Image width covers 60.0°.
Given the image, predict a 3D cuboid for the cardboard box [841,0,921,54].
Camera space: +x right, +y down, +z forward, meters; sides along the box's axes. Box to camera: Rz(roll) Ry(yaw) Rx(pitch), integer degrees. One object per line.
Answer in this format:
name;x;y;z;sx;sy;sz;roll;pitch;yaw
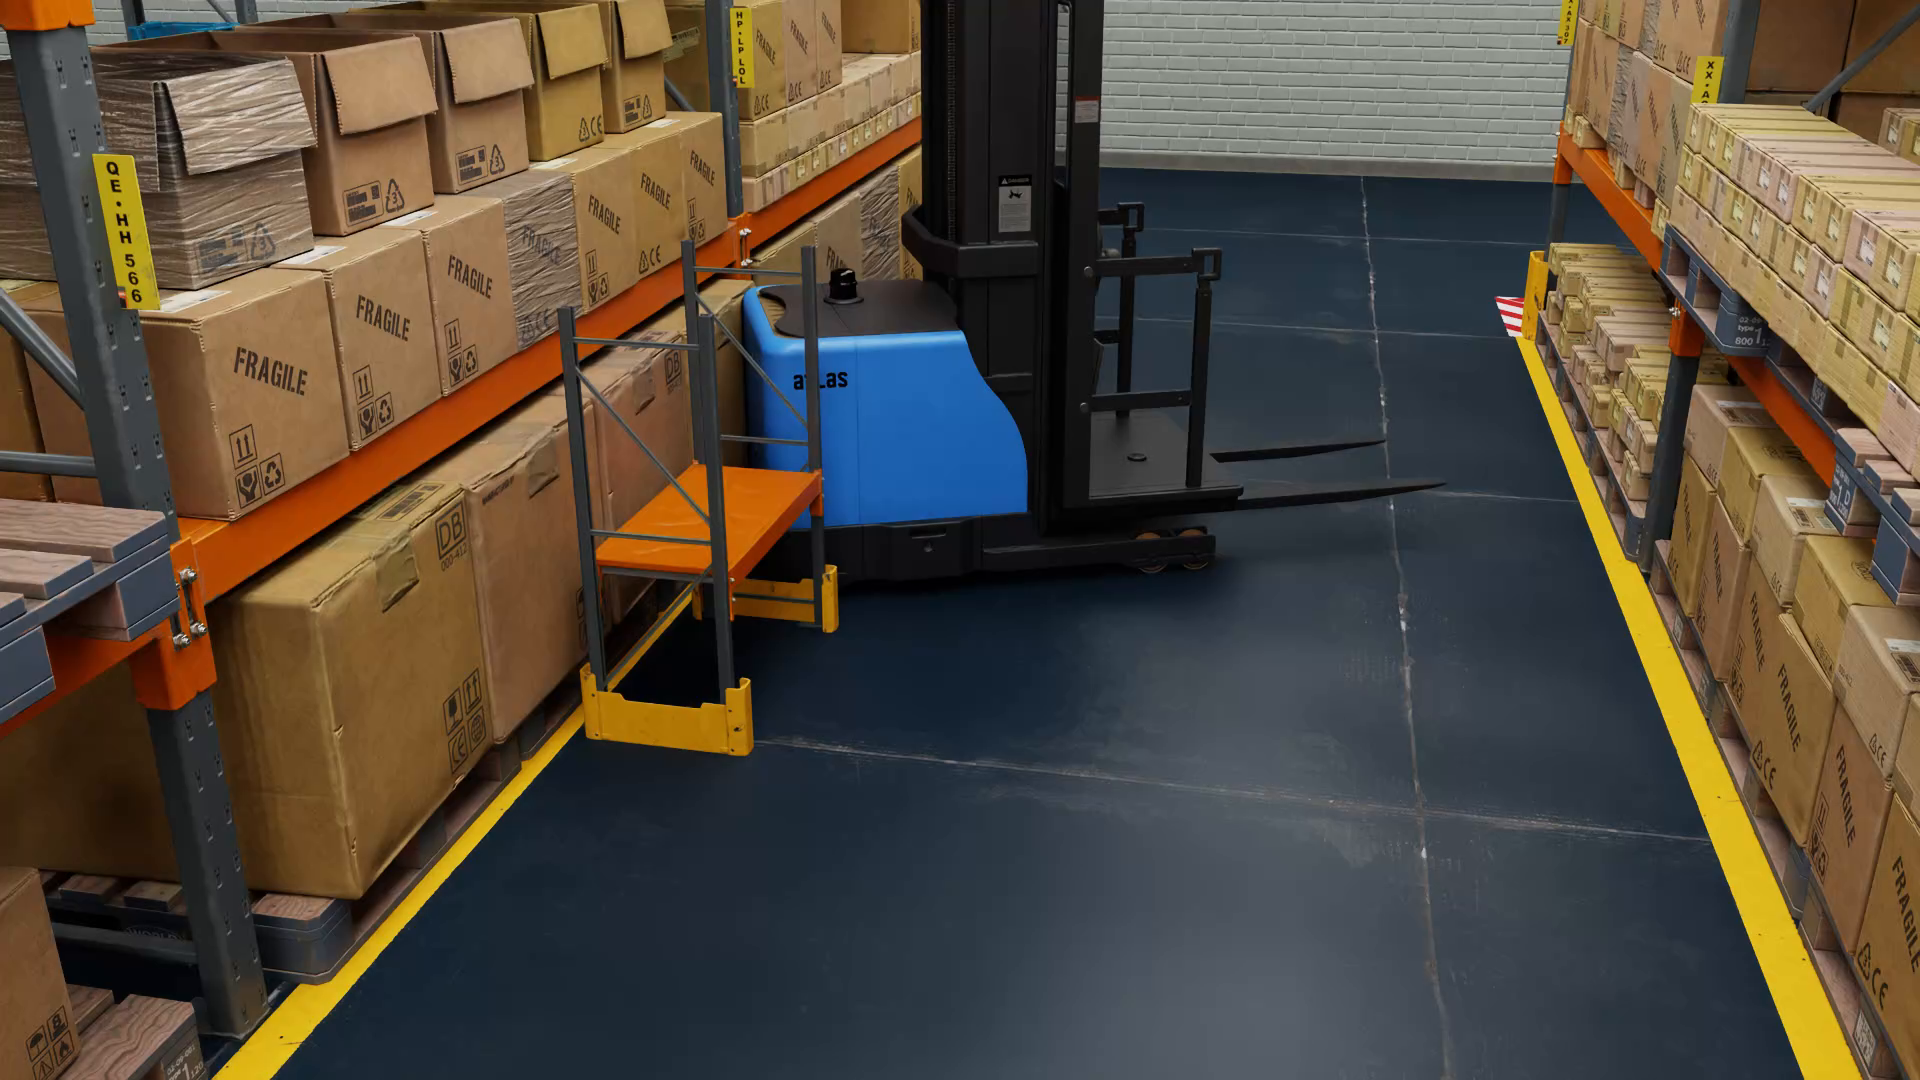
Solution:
cardboard box;-0.496;-3.325;10.394;0.500;0.500;0.500;5;22;12

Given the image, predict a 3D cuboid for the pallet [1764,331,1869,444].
pallet;2.913;-0.404;4.599;1.003;0.211;1.213;4;22;11

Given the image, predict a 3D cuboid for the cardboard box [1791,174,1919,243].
cardboard box;2.520;-0.903;4.557;0.380;0.149;0.250;5;23;13

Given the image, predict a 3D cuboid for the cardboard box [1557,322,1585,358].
cardboard box;3.585;-1.119;9.370;0.380;0.149;0.250;5;22;12

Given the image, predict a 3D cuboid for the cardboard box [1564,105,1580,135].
cardboard box;3.795;-2.482;9.838;0.380;0.149;0.250;4;22;10

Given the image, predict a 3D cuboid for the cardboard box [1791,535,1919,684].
cardboard box;2.644;0.210;4.597;0.500;0.250;0.500;5;22;12

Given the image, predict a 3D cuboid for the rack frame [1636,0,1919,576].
rack frame;3.365;-1.229;6.391;1.000;3.000;0.127;4;22;11

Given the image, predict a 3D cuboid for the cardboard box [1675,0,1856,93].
cardboard box;3.197;-2.070;6.608;0.500;0.500;0.500;4;22;9

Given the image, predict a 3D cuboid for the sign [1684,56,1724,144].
sign;2.833;-1.669;6.325;0.100;0.325;0.005;4;22;11

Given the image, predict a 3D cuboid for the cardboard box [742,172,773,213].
cardboard box;-1.084;-1.611;7.674;0.380;0.149;0.250;5;22;11

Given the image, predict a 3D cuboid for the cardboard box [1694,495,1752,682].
cardboard box;2.849;0.179;5.678;0.500;0.500;0.500;5;23;13

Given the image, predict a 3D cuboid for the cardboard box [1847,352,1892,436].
cardboard box;2.359;-0.336;3.946;0.380;0.149;0.250;4;22;10

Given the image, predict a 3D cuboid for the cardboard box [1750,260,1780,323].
cardboard box;2.574;-0.721;4.902;0.380;0.149;0.250;4;22;10

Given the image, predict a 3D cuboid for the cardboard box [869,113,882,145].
cardboard box;-0.663;-2.367;9.551;0.380;0.149;0.250;5;22;11

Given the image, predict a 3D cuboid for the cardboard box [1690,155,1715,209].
cardboard box;2.784;-1.242;5.797;0.380;0.149;0.250;4;22;10

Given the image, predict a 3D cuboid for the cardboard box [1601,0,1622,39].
cardboard box;3.605;-2.823;8.477;0.500;0.500;0.500;4;22;10

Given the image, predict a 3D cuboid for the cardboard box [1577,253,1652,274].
cardboard box;3.804;-1.565;9.681;0.380;0.149;0.250;5;22;12

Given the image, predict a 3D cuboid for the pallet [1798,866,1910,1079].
pallet;2.710;1.241;3.989;1.003;0.211;1.213;4;22;11

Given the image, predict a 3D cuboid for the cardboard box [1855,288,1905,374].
cardboard box;2.360;-0.484;3.915;0.380;0.149;0.250;5;22;11

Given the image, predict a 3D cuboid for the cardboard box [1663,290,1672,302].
cardboard box;4.247;-1.396;9.661;0.380;0.149;0.250;4;22;10

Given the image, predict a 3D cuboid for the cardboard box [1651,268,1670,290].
cardboard box;4.214;-1.540;9.620;0.380;0.149;0.250;5;22;12

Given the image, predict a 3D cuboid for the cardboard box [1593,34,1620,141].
cardboard box;3.623;-2.357;8.660;0.500;0.500;0.500;5;22;12

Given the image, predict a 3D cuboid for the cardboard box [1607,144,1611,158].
cardboard box;3.678;-2.089;8.862;0.380;0.149;0.250;4;22;10

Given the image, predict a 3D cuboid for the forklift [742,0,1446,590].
forklift;0.611;-1.408;6.927;3.031;2.935;1.130;-5;22;-11

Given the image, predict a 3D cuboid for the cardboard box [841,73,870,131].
cardboard box;-0.802;-2.416;9.139;0.500;0.250;0.500;4;22;11

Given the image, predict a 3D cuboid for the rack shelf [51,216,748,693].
rack shelf;-1.878;-0.579;5.739;1.077;0.370;4.000;4;22;11

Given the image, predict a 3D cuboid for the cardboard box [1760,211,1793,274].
cardboard box;2.572;-0.856;4.840;0.380;0.149;0.250;4;22;10

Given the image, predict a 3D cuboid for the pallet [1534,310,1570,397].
pallet;3.966;-1.076;9.744;1.003;0.211;1.213;4;22;11

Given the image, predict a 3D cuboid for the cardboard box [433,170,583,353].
cardboard box;-1.612;-0.944;5.548;0.500;0.500;0.500;5;22;11

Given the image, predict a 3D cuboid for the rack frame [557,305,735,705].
rack frame;-0.992;-0.004;5.355;0.500;1.500;0.032;5;22;12

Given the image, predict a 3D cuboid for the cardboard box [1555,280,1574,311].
cardboard box;3.712;-1.435;9.756;0.380;0.149;0.250;4;22;11

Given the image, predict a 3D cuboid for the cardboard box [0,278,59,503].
cardboard box;-2.428;-0.427;4.265;0.500;0.500;0.500;5;23;13

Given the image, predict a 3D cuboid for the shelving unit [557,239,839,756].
shelving unit;-0.877;-0.192;5.823;0.587;1.500;1.083;5;22;12

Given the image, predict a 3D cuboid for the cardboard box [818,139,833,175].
cardboard box;-0.873;-1.993;8.623;0.380;0.149;0.250;4;22;10

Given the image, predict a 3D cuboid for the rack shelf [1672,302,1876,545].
rack shelf;2.957;-0.164;4.709;1.077;0.370;4.000;4;22;11

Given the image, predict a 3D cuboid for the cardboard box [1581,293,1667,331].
cardboard box;3.493;-1.192;8.756;0.380;0.149;0.250;5;22;12

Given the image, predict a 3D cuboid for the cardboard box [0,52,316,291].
cardboard box;-2.121;-0.959;4.244;0.797;0.503;0.637;5;23;13

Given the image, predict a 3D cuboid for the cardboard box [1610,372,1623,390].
cardboard box;3.379;-0.757;8.074;0.380;0.149;0.250;5;22;12

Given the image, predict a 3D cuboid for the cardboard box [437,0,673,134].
cardboard box;-1.592;-1.922;6.634;0.797;0.503;0.637;4;22;10

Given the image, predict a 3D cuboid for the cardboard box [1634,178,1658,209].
cardboard box;3.356;-1.625;7.709;0.380;0.149;0.250;3;22;9

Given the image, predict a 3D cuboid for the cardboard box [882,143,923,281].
cardboard box;-0.706;-2.076;10.776;0.875;0.875;0.875;4;22;11

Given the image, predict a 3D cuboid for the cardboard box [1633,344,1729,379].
cardboard box;3.370;-0.805;7.794;0.380;0.149;0.250;5;23;13

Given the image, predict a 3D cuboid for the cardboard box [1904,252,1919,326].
cardboard box;2.307;-0.522;3.613;0.380;0.149;0.250;5;23;13

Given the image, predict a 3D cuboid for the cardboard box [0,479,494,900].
cardboard box;-2.125;0.359;4.730;1.225;0.875;0.875;3;22;8

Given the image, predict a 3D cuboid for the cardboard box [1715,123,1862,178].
cardboard box;2.729;-1.278;5.491;0.380;0.149;0.250;5;22;11

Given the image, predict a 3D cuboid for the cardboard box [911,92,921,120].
cardboard box;-0.455;-2.740;10.478;0.380;0.149;0.250;5;22;11

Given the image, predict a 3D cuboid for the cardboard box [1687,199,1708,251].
cardboard box;2.784;-1.097;5.836;0.380;0.149;0.250;5;22;12

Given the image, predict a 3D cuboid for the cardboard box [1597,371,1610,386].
cardboard box;3.442;-0.740;8.429;0.380;0.149;0.250;5;22;12

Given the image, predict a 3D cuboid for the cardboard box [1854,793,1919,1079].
cardboard box;2.428;0.938;3.794;0.500;0.500;0.500;4;22;11

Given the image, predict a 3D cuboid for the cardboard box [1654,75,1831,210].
cardboard box;3.188;-1.612;6.809;0.500;0.500;0.500;4;22;11

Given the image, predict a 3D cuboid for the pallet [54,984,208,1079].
pallet;-2.447;1.398;3.600;1.003;0.211;1.213;4;22;11
